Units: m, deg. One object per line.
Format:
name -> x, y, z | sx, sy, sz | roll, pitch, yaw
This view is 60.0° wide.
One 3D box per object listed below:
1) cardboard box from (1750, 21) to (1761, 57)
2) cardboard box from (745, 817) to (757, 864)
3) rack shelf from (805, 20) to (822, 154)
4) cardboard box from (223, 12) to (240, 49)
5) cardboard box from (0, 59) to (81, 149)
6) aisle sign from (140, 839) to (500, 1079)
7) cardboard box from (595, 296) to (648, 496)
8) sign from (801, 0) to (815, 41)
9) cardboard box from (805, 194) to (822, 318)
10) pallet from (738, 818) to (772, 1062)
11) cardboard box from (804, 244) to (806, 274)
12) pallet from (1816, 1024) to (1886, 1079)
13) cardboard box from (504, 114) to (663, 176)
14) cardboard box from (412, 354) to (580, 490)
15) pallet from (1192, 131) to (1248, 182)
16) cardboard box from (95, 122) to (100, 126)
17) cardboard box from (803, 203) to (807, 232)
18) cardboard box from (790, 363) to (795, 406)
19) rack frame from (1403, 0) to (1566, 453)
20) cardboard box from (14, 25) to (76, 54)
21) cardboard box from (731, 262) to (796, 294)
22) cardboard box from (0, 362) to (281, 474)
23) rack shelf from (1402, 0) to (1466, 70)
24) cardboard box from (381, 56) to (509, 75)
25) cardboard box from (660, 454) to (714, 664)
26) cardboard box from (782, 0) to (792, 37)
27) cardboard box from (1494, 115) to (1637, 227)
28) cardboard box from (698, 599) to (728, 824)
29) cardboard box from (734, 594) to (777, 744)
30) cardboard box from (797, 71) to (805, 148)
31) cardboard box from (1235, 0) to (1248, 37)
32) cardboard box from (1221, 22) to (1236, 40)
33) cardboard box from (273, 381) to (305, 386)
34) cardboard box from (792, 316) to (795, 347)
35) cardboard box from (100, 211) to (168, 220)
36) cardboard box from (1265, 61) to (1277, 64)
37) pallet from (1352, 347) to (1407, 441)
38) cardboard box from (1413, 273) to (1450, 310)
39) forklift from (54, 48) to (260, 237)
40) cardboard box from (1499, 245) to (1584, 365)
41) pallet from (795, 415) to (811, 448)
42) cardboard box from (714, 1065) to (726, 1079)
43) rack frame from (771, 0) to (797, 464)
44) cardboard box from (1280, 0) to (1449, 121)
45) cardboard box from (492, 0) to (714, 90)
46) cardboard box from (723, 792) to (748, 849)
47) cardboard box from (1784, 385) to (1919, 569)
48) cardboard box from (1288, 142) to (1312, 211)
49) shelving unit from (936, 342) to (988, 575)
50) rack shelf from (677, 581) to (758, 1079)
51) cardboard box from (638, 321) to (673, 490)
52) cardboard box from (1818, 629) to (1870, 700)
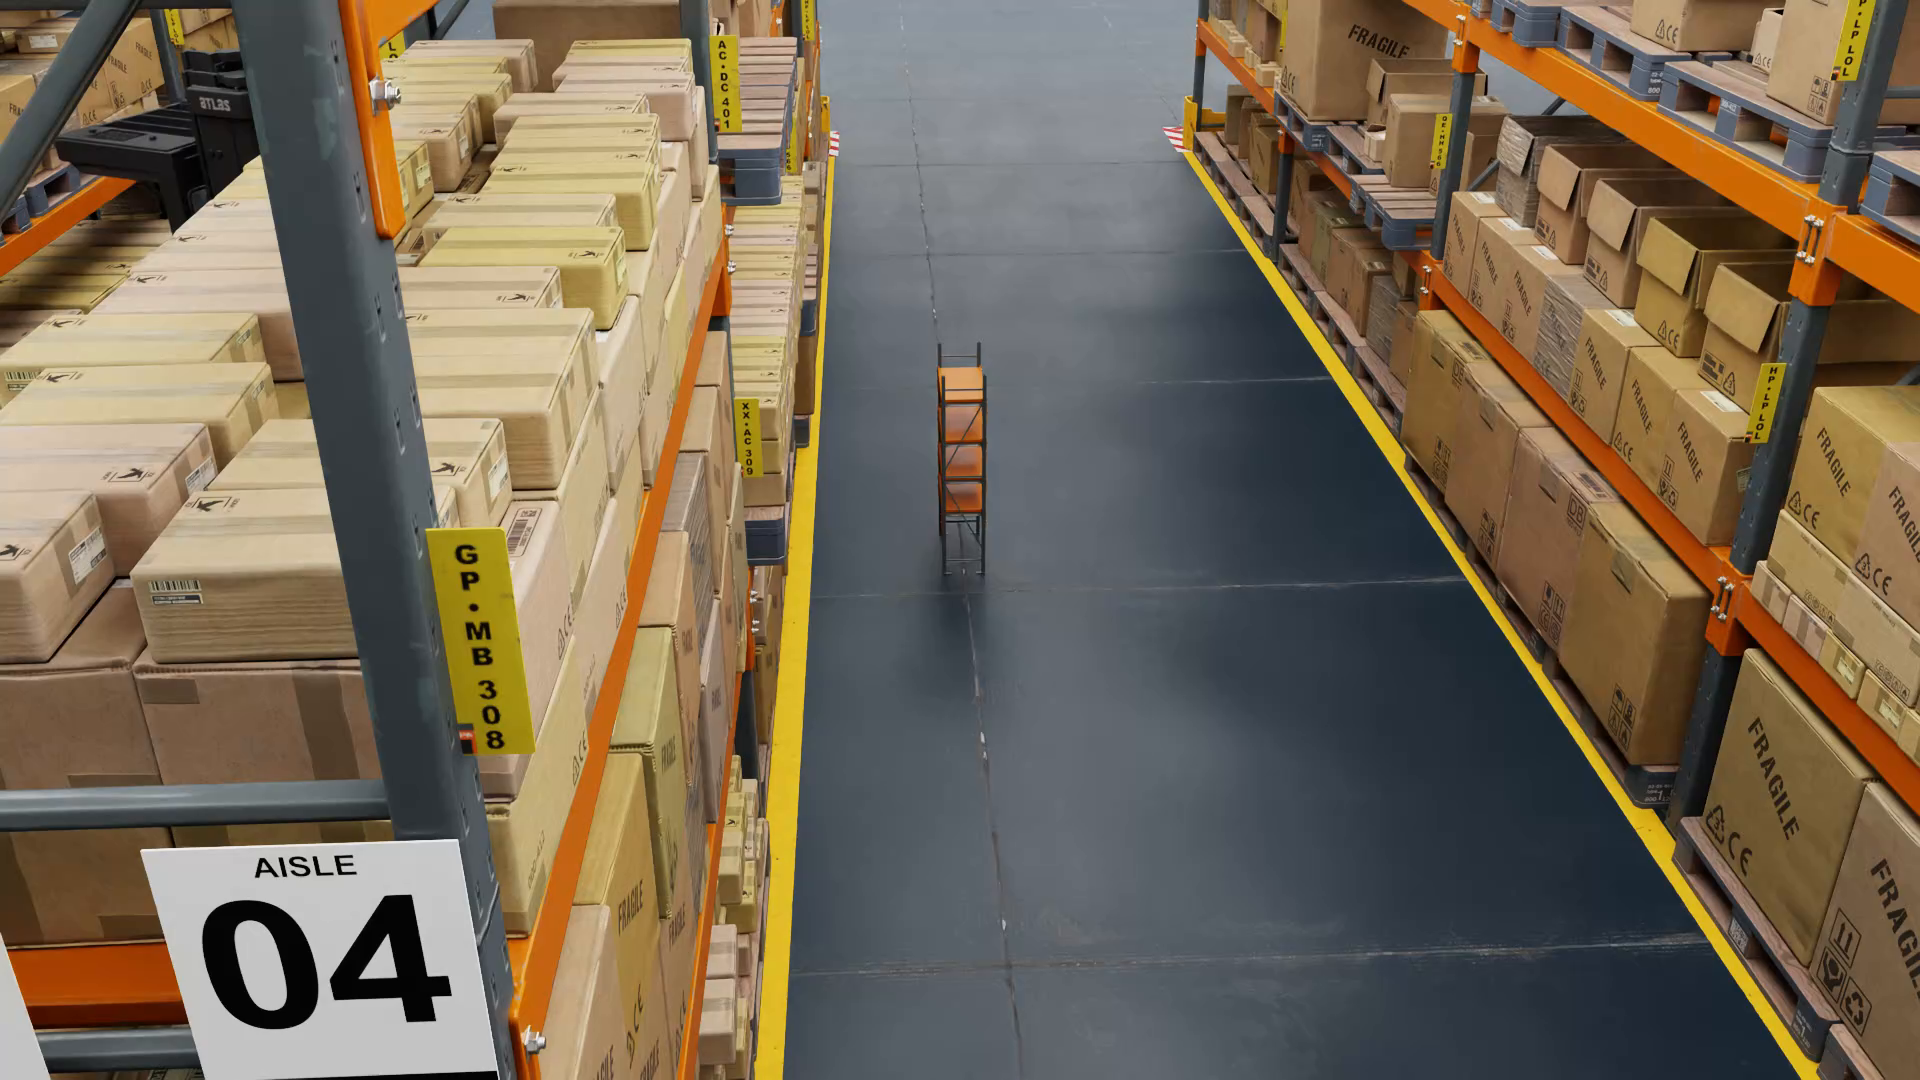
cardboard box -> 3.683, -2.155, 7.212 | 0.380, 0.149, 0.250 | -2, 28, -5
cardboard box -> -0.987, 1.223, 6.469 | 0.380, 0.149, 0.250 | -3, 28, -5
rack shelf -> -1.869, -4.285, 15.500 | 1.077, 0.370, 4.000 | -1, 28, -3
cardboard box -> -6.510, -4.364, 14.443 | 0.500, 0.500, 0.500 | -2, 28, -3
cardboard box -> -6.373, -2.959, 11.296 | 0.500, 0.500, 0.500 | -2, 28, -5
aisle sign -> -0.835, 0.735, 2.285 | 0.394, 0.787, 0.004 | -1, 28, -3
cardboard box -> -0.944, -0.307, 3.473 | 0.500, 0.250, 0.500 | -1, 28, -2
sign -> -1.224, -4.176, 13.347 | 0.100, 0.325, 0.005 | -1, 28, -3
cardboard box -> -1.596, -2.139, 12.586 | 1.050, 0.750, 0.750 | -1, 28, -3
pallet -> -1.277, 1.560, 6.531 | 1.003, 0.211, 1.213 | -1, 28, -3
cardboard box -> -1.060, -1.576, 9.346 | 0.380, 0.149, 0.250 | -1, 28, -3
pallet -> 3.640, 2.095, 5.504 | 1.003, 0.211, 1.213 | -1, 28, -3
cardboard box -> -0.995, -1.029, 4.425 | 0.380, 0.149, 0.250 | -2, 28, -5
cardboard box -> -0.864, -0.201, 2.838 | 0.380, 0.149, 0.250 | -1, 28, -3
pallet -> 2.996, -3.953, 17.101 | 1.003, 0.211, 1.213 | -1, 28, -3
cardboard box -> -6.361, -2.886, 11.858 | 0.380, 0.149, 0.250 | -1, 28, -3
cardboard box -> -1.076, -1.823, 9.497 | 0.380, 0.149, 0.250 | -1, 28, -2
cardboard box -> -0.964, -0.731, 7.725 | 0.380, 0.149, 0.250 | -3, 28, -5
rack frame -> 3.402, -1.906, 10.161 | 1.000, 3.000, 0.127 | -1, 28, -3
cardboard box -> -6.366, -3.512, 11.655 | 0.380, 0.149, 0.250 | -3, 28, -5
cardboard box -> -0.995, -1.239, 8.056 | 0.380, 0.149, 0.250 | -1, 28, -1
cardboard box -> -1.378, -0.182, 2.801 | 0.380, 0.149, 0.250 | -2, 28, -4
rack shelf -> 3.298, -3.841, 11.405 | 1.077, 0.370, 4.000 | -1, 28, -3
cardboard box -> -1.593, -1.381, 5.101 | 0.380, 0.149, 0.250 | -3, 28, -5
cardboard box -> -1.008, 0.081, 4.841 | 0.500, 0.500, 0.500 | -1, 28, -1
cardboard box -> -1.750, -4.397, 13.606 | 0.875, 0.550, 0.550 | -1, 28, -3
cardboard box -> 3.424, -2.057, 9.258 | 0.797, 0.503, 0.637 | 0, 28, -1
cardboard box -> -0.989, 0.524, 5.072 | 0.500, 0.500, 0.500 | -2, 28, -3
cardboard box -> -1.121, 0.589, 7.627 | 0.500, 0.500, 0.500 | 0, 28, -1
cardboard box -> -1.444, -3.257, 12.642 | 0.500, 0.500, 0.500 | -2, 28, -3
cardboard box -> 3.115, -5.062, 15.782 | 0.875, 0.500, 0.500 | -1, 28, -3
cardboard box -> 2.787, -5.005, 16.374 | 0.380, 0.149, 0.250 | -1, 28, -3
cardboard box -> -1.468, -0.303, 3.465 | 0.500, 0.250, 0.500 | -1, 28, -2
cardboard box -> -0.982, -0.991, 7.903 | 0.380, 0.149, 0.250 | -2, 28, -4
cardboard box -> -7.002, -2.748, 14.294 | 0.500, 0.250, 0.500 | 0, 28, 0
cardboard box -> 2.926, -4.198, 14.827 | 0.380, 0.149, 0.250 | -1, 28, -3
pallet -> 3.363, -1.031, 11.498 | 1.003, 0.211, 1.213 | -1, 28, -3
cardboard box -> 3.338, -1.634, 11.056 | 0.500, 0.250, 0.500 | 0, 28, -1
forklift -> -3.827, -1.210, 8.900 | 3.031, 2.935, 1.130 | 11, 29, 19
cardboard box -> 3.216, -1.245, 8.785 | 0.500, 0.500, 0.500 | -2, 28, -4
pallet -> -1.522, -0.963, 11.367 | 1.003, 0.211, 1.213 | -1, 28, -3
cardboard box -> -0.986, 1.865, 5.559 | 0.380, 0.149, 0.250 | -1, 28, -2
rack frame -> -1.556, -1.833, 10.021 | 1.000, 3.000, 0.127 | -1, 28, -3
cardboard box -> 3.095, -3.835, 12.757 | 1.000, 1.000, 1.000 | -1, 28, -2
cardboard box -> -1.257, -1.724, 6.006 | 0.700, 0.500, 0.500 | -1, 28, -3
cardboard box -> -1.016, 1.103, 6.376 | 0.380, 0.149, 0.250 | -1, 28, -2
cardboard box -> 3.381, -0.229, 5.976 | 0.500, 0.500, 0.500 | -1, 28, -3
cardboard box -> 3.175, -3.281, 15.046 | 0.500, 0.500, 0.500 | 7, 28, 14
shelving unit -> 0.009, -0.456, 9.326 | 0.258, 1.200, 0.503 | -1, 28, -3
rack shelf -> -1.243, 1.257, 4.875 | 1.077, 0.370, 4.000 | -1, 28, -3
cardboard box -> -0.986, -0.335, 4.067 | 0.500, 0.250, 0.500 | -2, 28, -3
cardboard box -> 3.323, 0.440, 5.934 | 0.380, 0.149, 0.250 | -1, 28, -1
